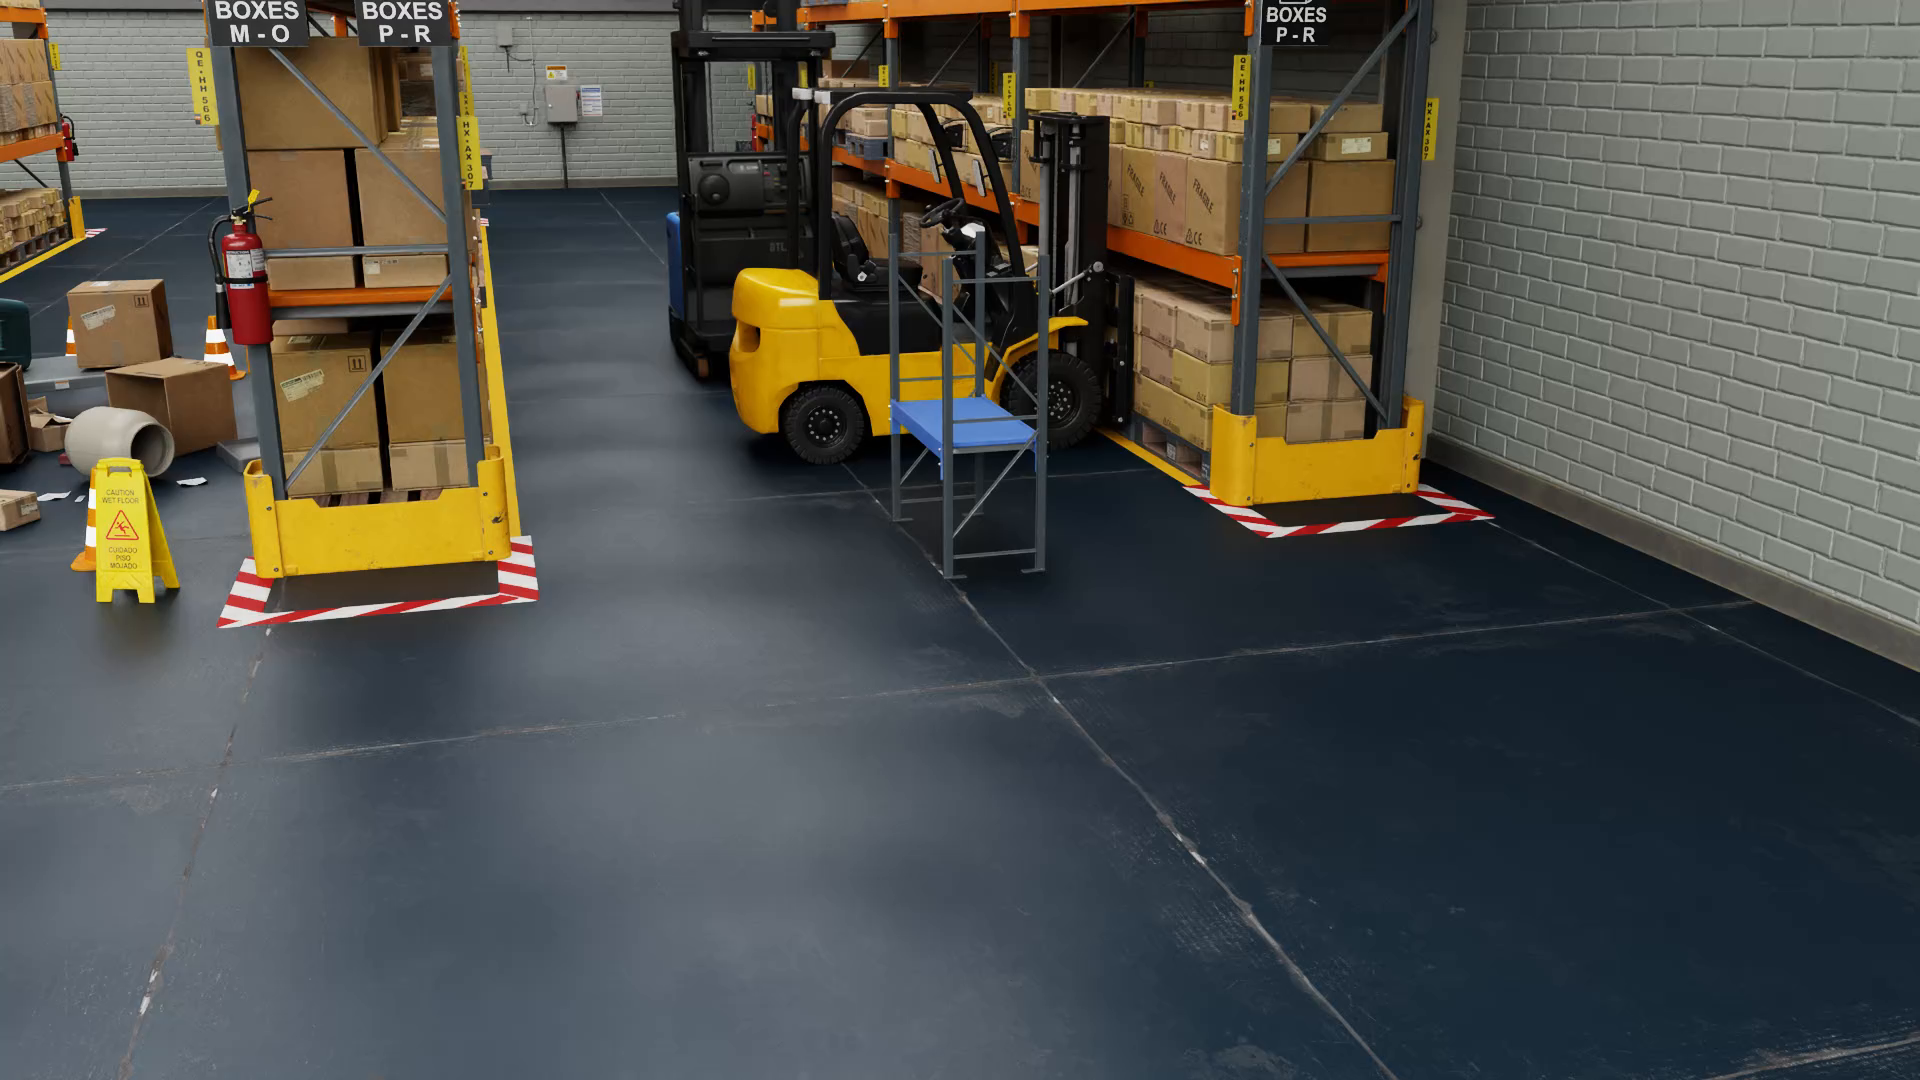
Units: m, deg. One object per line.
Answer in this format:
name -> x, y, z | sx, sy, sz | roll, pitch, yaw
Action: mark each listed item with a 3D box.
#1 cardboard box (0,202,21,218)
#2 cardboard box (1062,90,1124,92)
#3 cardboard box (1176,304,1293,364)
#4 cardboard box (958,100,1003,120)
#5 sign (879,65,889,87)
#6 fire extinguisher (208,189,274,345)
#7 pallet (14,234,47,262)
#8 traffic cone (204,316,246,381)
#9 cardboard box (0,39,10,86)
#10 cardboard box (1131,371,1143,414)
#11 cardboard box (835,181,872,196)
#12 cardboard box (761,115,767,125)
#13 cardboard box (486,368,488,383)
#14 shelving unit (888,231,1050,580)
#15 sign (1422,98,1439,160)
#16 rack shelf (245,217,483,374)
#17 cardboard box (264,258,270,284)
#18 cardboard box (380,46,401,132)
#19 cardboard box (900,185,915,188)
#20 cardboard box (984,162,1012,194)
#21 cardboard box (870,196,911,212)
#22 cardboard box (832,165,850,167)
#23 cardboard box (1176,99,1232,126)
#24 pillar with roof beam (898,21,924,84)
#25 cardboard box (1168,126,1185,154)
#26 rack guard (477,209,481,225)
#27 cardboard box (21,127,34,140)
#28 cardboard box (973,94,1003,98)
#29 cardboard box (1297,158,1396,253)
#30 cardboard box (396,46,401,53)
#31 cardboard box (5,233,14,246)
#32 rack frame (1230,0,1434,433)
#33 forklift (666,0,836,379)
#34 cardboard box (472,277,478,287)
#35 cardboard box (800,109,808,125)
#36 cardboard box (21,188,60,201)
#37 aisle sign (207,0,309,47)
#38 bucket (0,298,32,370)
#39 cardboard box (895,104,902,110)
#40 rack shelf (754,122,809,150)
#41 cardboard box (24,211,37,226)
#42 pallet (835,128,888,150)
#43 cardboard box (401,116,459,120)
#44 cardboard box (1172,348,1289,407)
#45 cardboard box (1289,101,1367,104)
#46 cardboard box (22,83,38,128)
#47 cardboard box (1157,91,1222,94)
cardboard box -> -10.930, -3.750, 18.914 | 0.380, 0.149, 0.250 | -4, 17, -14
cardboard box -> 0.928, -3.078, 11.666 | 0.380, 0.149, 0.250 | -5, 17, -16
cardboard box -> 1.561, -1.183, 9.488 | 0.500, 0.250, 0.500 | -4, 17, -13
cardboard box -> 0.201, -3.610, 13.955 | 0.380, 0.149, 0.250 | -5, 17, -15
sign -> -0.731, -4.401, 16.015 | 0.100, 0.325, 0.005 | -5, 17, -15
fire extinguisher -> -3.196, -1.219, 7.429 | 0.296, 0.674, 0.183 | -5, 17, -15
pallet -> -11.371, -3.409, 19.435 | 1.003, 0.211, 1.213 | -5, 17, -15
traffic cone -> -5.571, -1.447, 12.467 | 0.336, 0.463, 0.334 | -5, 17, -15
cardboard box -> -10.970, -5.321, 18.523 | 0.500, 0.500, 0.500 | -4, 17, -14
cardboard box -> 1.298, -0.984, 10.563 | 0.500, 0.250, 0.500 | -5, 17, -15
cardboard box -> -1.236, -4.090, 19.342 | 0.380, 0.149, 0.250 | -6, 18, -18
cardboard box -> -2.583, -5.910, 23.349 | 0.380, 0.149, 0.250 | -5, 17, -16
cardboard box -> -3.307, -1.026, 10.702 | 0.500, 0.250, 0.500 | -5, 17, -17
shelving unit -> 0.023, -0.695, 8.158 | 0.538, 1.500, 1.048 | -5, 17, -15
sign -> 2.522, -2.212, 8.959 | 0.100, 0.325, 0.005 | -5, 17, -15
rack shelf -> -3.334, -1.532, 9.590 | 1.077, 0.370, 4.000 | -5, 17, -15
cardboard box -> -3.269, -1.351, 8.173 | 0.380, 0.149, 0.250 | -5, 17, -16
cardboard box -> -3.509, -2.539, 9.263 | 0.700, 0.500, 0.500 | -5, 17, -16
cardboard box -> -0.536, -3.917, 18.767 | 0.380, 0.149, 0.250 | -4, 17, -14
cardboard box -> 0.498, -2.870, 13.055 | 0.500, 0.250, 0.500 | -4, 17, -14
cardboard box -> -0.726, -3.511, 17.413 | 0.380, 0.149, 0.250 | -5, 18, -17
cardboard box -> -1.410, -4.378, 19.784 | 0.380, 0.149, 0.250 | -5, 17, -16
cardboard box -> 1.493, -2.511, 9.780 | 0.380, 0.149, 0.250 | -5, 17, -15
pillar with roof beam -> -4.775, -7.833, 18.887 | 9.100, 9.000, 0.400 | -5, 17, -15
cardboard box -> 1.454, -2.364, 9.806 | 0.380, 0.149, 0.250 | -5, 17, -16
rack guard -> -7.188, -4.559, 22.760 | 1.175, 0.500, 0.348 | -5, 17, -15
cardboard box -> -11.300, -4.858, 19.848 | 0.380, 0.149, 0.250 | -6, 18, -18
cardboard box -> 0.264, -4.075, 15.501 | 0.380, 0.149, 0.250 | -5, 17, -15
cardboard box -> 2.118, -1.924, 9.470 | 0.500, 0.500, 0.500 | -4, 17, -13
cardboard box -> -6.473, -5.540, 18.643 | 0.380, 0.149, 0.250 | -5, 17, -16
cardboard box -> -10.797, -3.324, 18.529 | 0.380, 0.149, 0.250 | -5, 17, -16
rack frame -> 1.987, -1.717, 8.955 | 1.000, 3.000, 0.127 | -5, 17, -15
forklift -> -1.534, -2.733, 12.455 | 1.130, 2.935, 3.031 | -5, 17, -16
cardboard box -> -3.322, -1.391, 10.613 | 0.500, 0.500, 0.500 | -4, 17, -14
cardboard box -> -1.685, -5.229, 20.388 | 0.500, 0.250, 0.500 | -4, 17, -14
cardboard box -> -11.524, -4.324, 20.826 | 0.380, 0.149, 0.250 | -4, 17, -15
aisle sign -> -3.046, -2.529, 7.137 | 0.394, 0.787, 0.004 | -5, 17, -15
bucket -> -6.361, -1.316, 10.666 | 0.726, 0.611, 0.620 | 1, 7, 4
cardboard box -> -0.407, -4.177, 15.843 | 0.380, 0.149, 0.250 | -4, 17, -14
rack shelf -> -1.860, -5.245, 21.950 | 1.077, 0.370, 4.000 | -5, 17, -15
cardboard box -> -11.040, -3.753, 19.440 | 0.380, 0.149, 0.250 | -5, 17, -15
pallet -> -0.750, -4.376, 18.139 | 1.003, 0.211, 1.213 | -5, 17, -15
cardboard box -> -3.523, -2.517, 10.927 | 0.500, 0.500, 0.500 | -5, 17, -17
cardboard box -> 1.553, -0.951, 9.584 | 0.500, 0.250, 0.500 | -5, 17, -16
cardboard box -> 2.087, -2.406, 9.431 | 0.380, 0.149, 0.250 | -4, 17, -13
cardboard box -> -11.257, -5.134, 19.639 | 0.500, 0.500, 0.500 | -5, 17, -15
cardboard box -> 1.562, -2.978, 11.333 | 0.380, 0.149, 0.250 | -5, 17, -16
